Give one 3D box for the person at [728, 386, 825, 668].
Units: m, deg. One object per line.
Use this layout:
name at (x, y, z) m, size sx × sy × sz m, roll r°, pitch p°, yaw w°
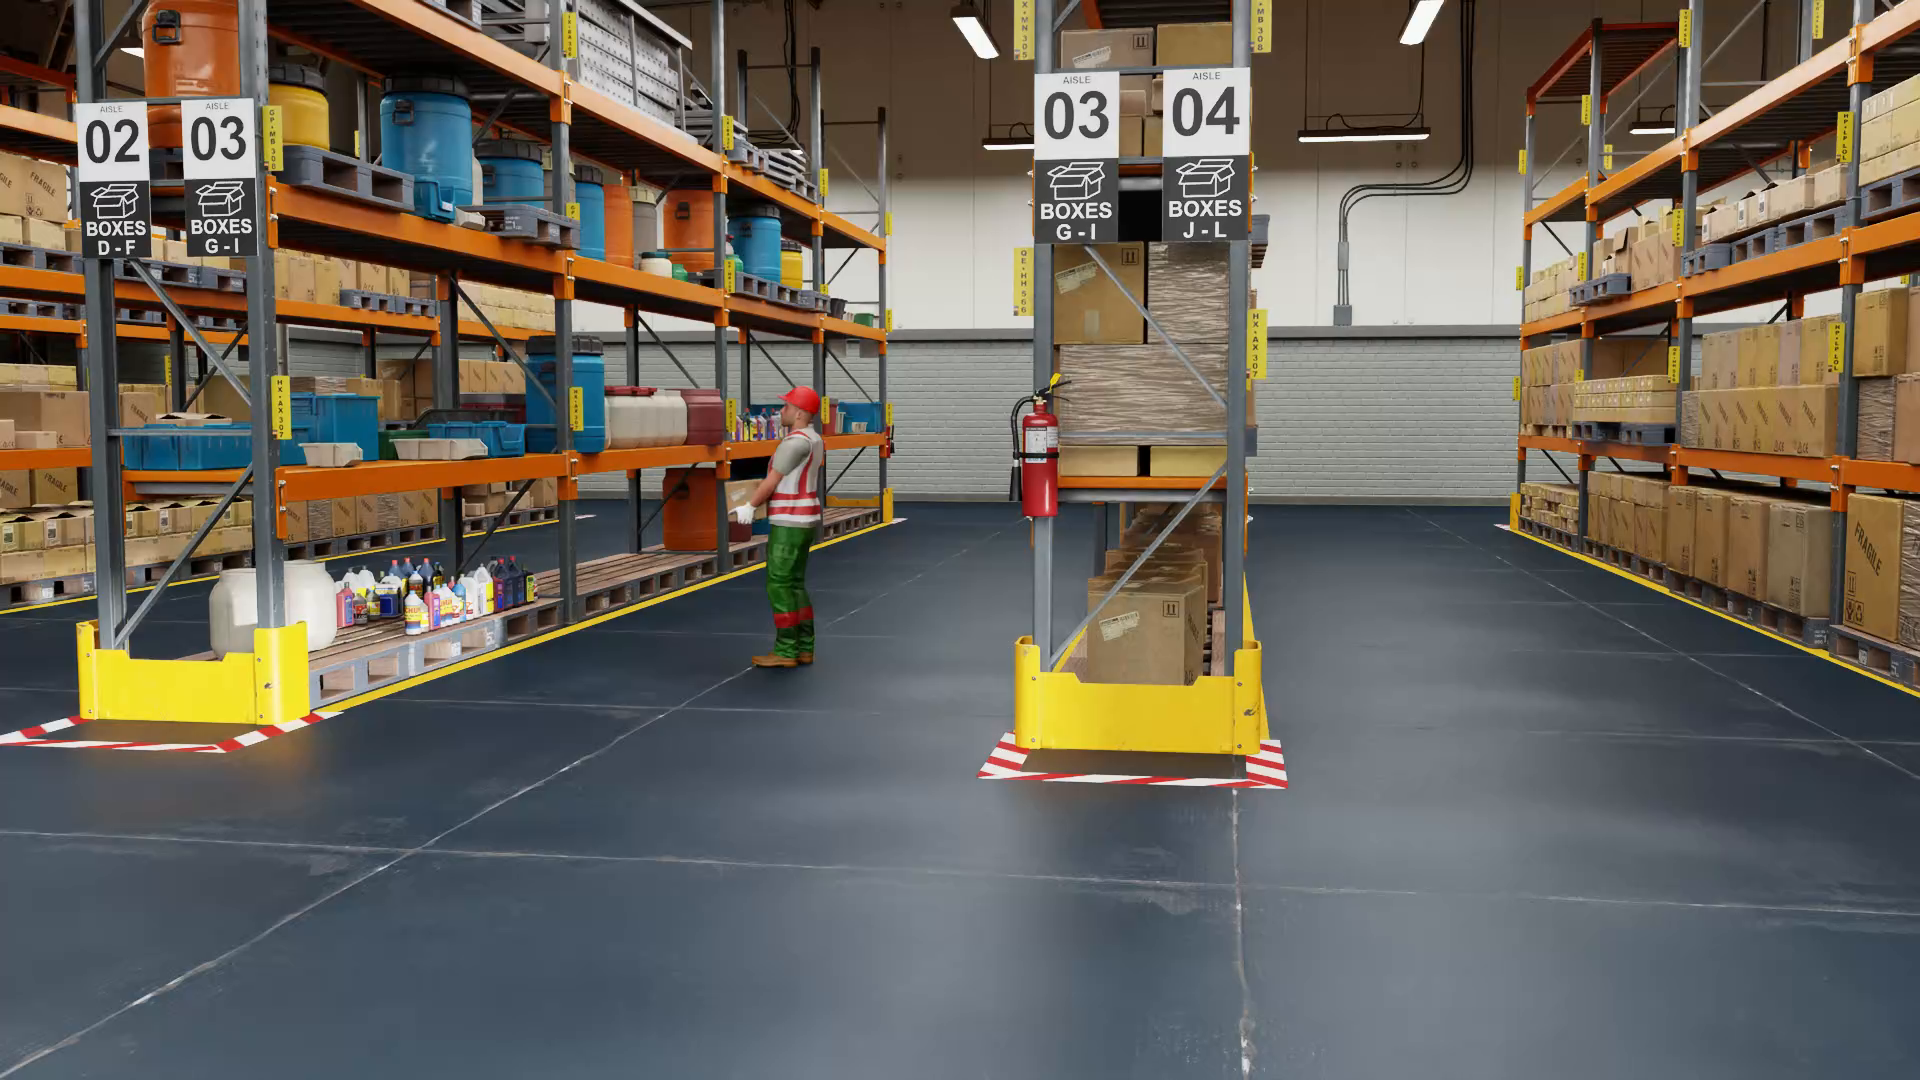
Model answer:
person at (-1.166, -0.088, 10.604) m, size 0.573 × 1.782 × 0.494 m, roll 1°, pitch 4°, yaw 9°
